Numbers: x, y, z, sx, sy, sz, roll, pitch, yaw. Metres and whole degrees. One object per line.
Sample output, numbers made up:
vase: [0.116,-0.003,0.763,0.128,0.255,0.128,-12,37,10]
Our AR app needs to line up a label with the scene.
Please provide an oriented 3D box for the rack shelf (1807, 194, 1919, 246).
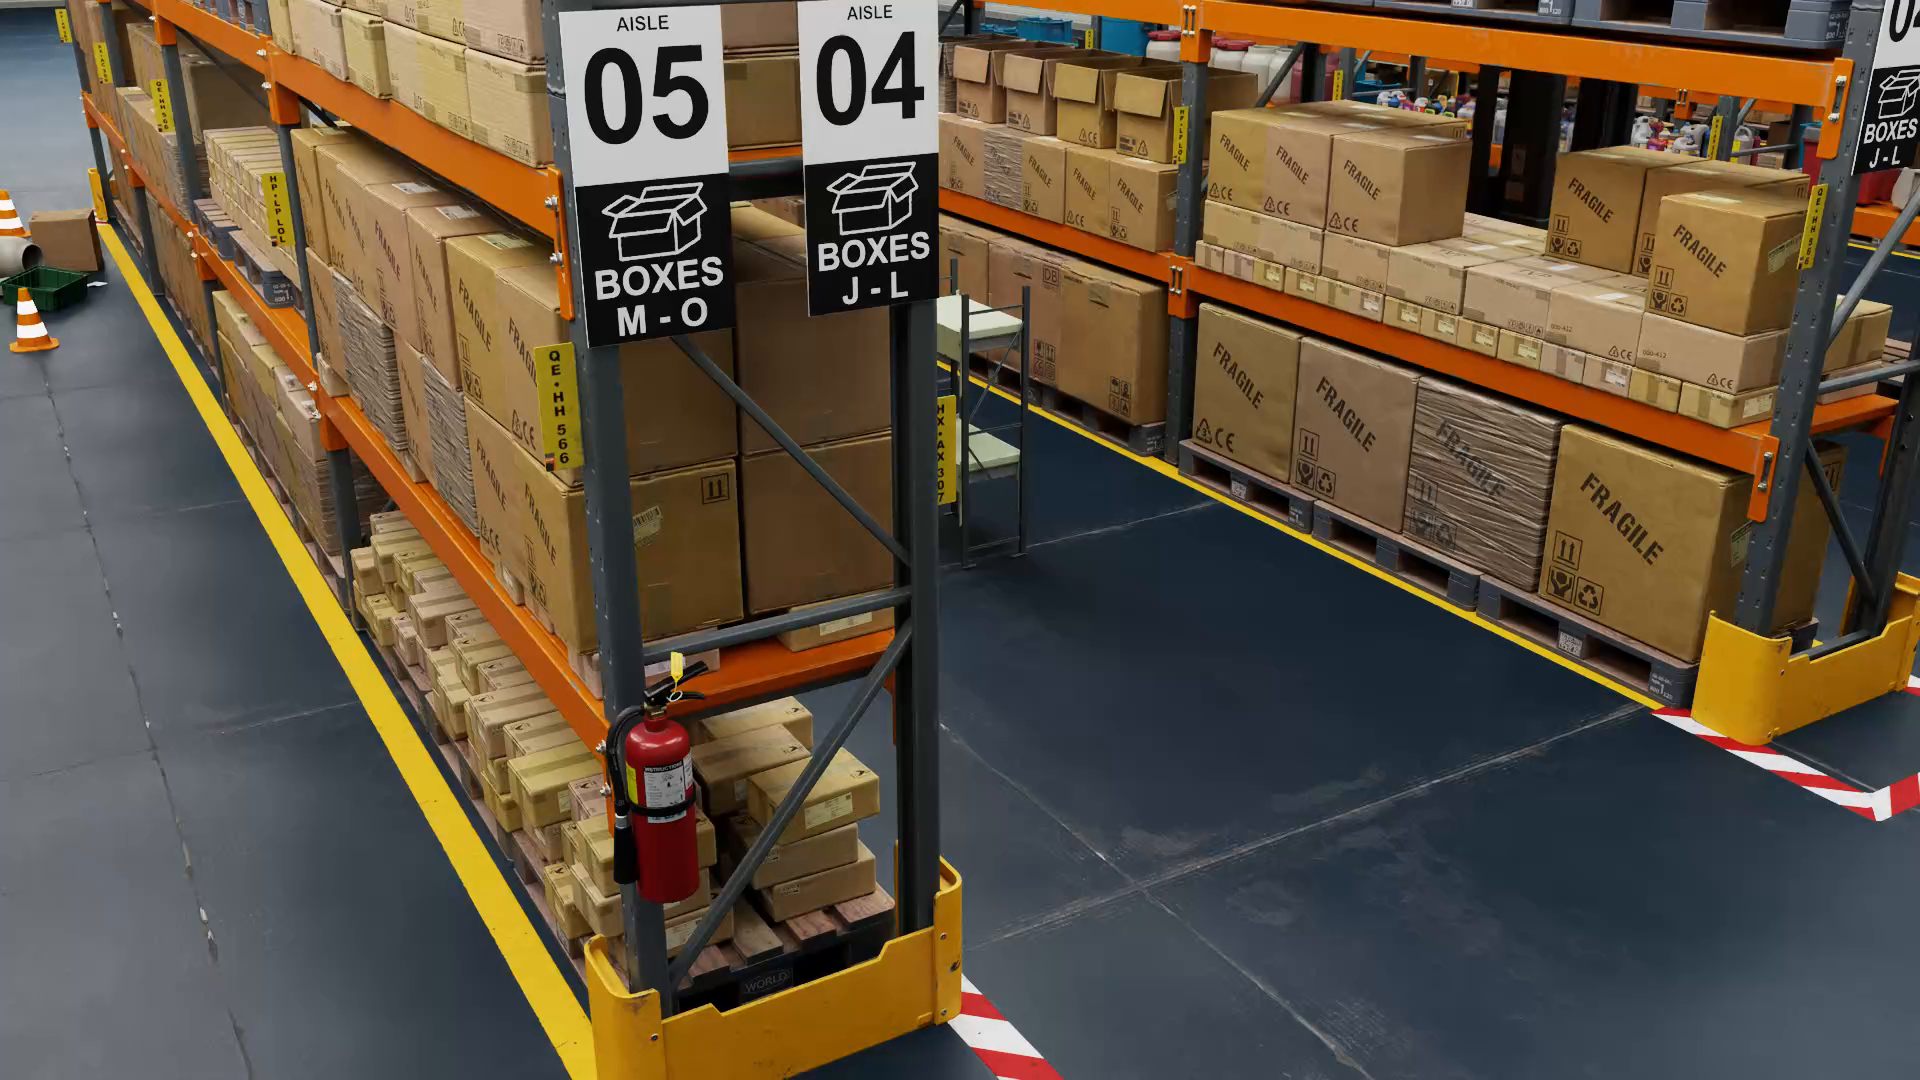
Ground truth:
rack shelf: [7.030,-1.938,11.052,1.077,0.370,4.000,-13,25,-28]

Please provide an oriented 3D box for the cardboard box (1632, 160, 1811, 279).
cardboard box: [3.525,-1.457,7.719,0.500,0.500,0.500,-13,26,-30]

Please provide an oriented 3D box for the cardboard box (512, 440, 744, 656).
cardboard box: [-0.973,-0.030,4.875,0.500,0.500,0.500,-12,25,-27]

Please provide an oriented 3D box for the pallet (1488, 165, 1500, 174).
pallet: [7.219,-4.542,20.206,1.003,0.211,1.213,-13,25,-28]

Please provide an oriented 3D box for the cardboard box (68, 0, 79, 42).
cardboard box: [-8.539,-5.372,16.911,0.875,0.550,0.550,-13,25,-28]

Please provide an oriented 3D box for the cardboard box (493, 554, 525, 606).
cardboard box: [-1.318,0.071,5.487,0.380,0.149,0.250,-12,25,-27]

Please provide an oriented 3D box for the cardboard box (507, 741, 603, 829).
cardboard box: [-1.331,0.826,5.734,0.380,0.149,0.250,-13,26,-29]

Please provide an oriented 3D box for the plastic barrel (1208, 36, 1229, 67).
plastic barrel: [2.597,-4.982,17.405,0.433,0.535,0.433,0,22,0]

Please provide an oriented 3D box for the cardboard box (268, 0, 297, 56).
cardboard box: [-2.556,-2.165,6.869,0.500,0.250,0.500,-11,25,-26]

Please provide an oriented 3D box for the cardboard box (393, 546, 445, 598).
cardboard box: [-2.306,0.130,7.447,0.380,0.149,0.250,-13,25,-29]

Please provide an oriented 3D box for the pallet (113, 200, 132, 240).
pallet: [-8.219,-3.394,17.382,1.003,0.211,1.213,-13,25,-28]

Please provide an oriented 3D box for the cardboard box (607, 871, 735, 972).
cardboard box: [-0.970,1.246,5.492,0.380,0.149,0.250,-12,25,-27]

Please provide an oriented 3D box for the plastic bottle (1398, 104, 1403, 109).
plastic bottle: [3.994,-3.845,15.052,0.097,0.201,0.097,0,22,0]

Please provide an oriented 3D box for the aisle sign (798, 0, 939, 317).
aisle sign: [-0.227,-0.989,4.308,0.394,0.787,0.004,-13,25,-28]

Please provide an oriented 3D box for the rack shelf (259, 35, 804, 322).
rack shelf: [-1.544,-1.454,5.877,1.077,0.370,4.000,-13,25,-28]

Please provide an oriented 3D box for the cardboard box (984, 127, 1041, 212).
cardboard box: [0.505,-2.604,11.602,0.500,0.500,0.500,-13,25,-28]

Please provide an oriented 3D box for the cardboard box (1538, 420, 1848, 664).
cardboard box: [3.398,-0.074,7.773,0.875,0.875,0.875,-13,25,-28]

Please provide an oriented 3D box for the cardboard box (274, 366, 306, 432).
cardboard box: [-3.414,-0.791,9.039,0.500,0.250,0.500,-11,25,-26]

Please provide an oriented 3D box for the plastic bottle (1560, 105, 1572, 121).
plastic bottle: [5.233,-3.626,14.405,0.061,0.283,0.133,-13,25,-28]

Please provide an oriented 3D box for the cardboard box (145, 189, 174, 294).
cardboard box: [-6.257,-2.604,14.163,1.050,0.750,0.750,-13,25,-29]

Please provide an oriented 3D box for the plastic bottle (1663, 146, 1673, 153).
plastic bottle: [5.446,-2.925,12.787,0.097,0.201,0.097,0,22,0]

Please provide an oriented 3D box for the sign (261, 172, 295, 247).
sign: [-3.041,-1.474,7.416,0.100,0.325,0.005,-13,25,-28]

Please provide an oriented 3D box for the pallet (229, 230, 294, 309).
pallet: [-3.562,-1.618,9.564,1.003,0.211,1.213,-13,25,-28]

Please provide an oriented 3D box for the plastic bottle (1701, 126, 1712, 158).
plastic bottle: [5.995,-3.169,13.295,0.097,0.271,0.097,0,22,0]

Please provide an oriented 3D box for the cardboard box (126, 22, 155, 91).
cardboard box: [-6.393,-3.985,13.671,0.700,0.500,0.500,-13,26,-29]

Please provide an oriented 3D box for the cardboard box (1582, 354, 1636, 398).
cardboard box: [3.067,-0.773,7.563,0.380,0.149,0.250,-13,25,-28]

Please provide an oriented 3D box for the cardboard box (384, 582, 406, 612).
cardboard box: [-2.449,0.187,7.702,0.380,0.149,0.250,-12,25,-28]

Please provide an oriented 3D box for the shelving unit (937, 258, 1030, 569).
shelving unit: [-0.003,-0.697,9.034,0.431,1.500,0.755,-13,25,-28]

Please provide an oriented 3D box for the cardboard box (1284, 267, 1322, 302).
cardboard box: [2.021,-1.435,9.193,0.380,0.149,0.250,-13,26,-30]

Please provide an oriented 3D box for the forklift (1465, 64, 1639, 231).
forklift: [3.674,-2.423,11.380,1.130,2.935,3.031,-13,26,-30]

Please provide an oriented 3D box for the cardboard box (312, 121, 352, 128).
cardboard box: [-3.964,-2.623,10.768,0.380,0.149,0.250,-14,26,-30]

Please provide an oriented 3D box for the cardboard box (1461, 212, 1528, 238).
cardboard box: [2.729,-1.610,9.093,0.500,0.250,0.500,-12,25,-27]

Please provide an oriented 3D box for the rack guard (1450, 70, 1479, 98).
rack guard: [8.434,-7.527,27.165,1.175,0.500,0.348,-13,25,-28]

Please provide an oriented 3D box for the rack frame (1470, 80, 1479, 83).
rack frame: [8.396,-8.709,26.755,1.000,3.000,0.127,-13,25,-28]

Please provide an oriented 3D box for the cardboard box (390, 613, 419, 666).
cardboard box: [-2.348,0.417,7.530,0.380,0.149,0.250,-13,25,-28]

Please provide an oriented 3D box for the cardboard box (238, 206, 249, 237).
cardboard box: [-4.001,-1.888,9.748,0.380,0.149,0.250,-12,25,-27]

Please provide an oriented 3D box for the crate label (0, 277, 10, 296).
crate label: [-8.371,-2.217,14.584,0.250,0.136,0.298,8,23,18]

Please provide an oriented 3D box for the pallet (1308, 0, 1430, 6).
pallet: [2.159,-3.048,8.961,1.003,0.211,1.213,-13,25,-28]

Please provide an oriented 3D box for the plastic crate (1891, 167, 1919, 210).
plastic crate: [6.630,-2.362,11.217,0.437,0.282,0.530,-13,25,-28]

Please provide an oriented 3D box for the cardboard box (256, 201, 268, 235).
cardboard box: [-3.615,-1.778,9.083,0.380,0.149,0.250,-12,25,-28]

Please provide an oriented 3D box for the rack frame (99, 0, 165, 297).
rack frame: [-6.652,-3.635,14.271,1.000,3.000,0.127,-13,25,-28]

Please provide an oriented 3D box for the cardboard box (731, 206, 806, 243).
cardboard box: [-0.786,-0.756,5.332,0.500,0.500,0.500,-12,25,-27]

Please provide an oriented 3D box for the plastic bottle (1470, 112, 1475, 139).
plastic bottle: [4.459,-3.575,14.278,0.061,0.283,0.133,-13,25,-28]

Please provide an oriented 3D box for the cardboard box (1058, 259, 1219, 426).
cardboard box: [1.406,-1.380,10.987,1.225,0.875,0.875,-13,25,-28]

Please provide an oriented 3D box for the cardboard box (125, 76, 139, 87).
cardboard box: [-6.851,-3.821,14.530,0.875,0.550,0.550,-13,25,-28]

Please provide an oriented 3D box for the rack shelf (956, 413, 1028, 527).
rack shelf: [-0.003,-0.395,9.157,0.431,0.370,0.720,-13,25,-28]

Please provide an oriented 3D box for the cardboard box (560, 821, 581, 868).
cardboard box: [-1.124,1.027,5.634,0.380,0.149,0.250,-13,26,-29]

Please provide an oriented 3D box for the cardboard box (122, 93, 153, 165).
cardboard box: [-6.356,-3.296,13.304,0.500,0.500,0.500,-12,25,-28]

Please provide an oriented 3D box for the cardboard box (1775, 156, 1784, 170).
cardboard box: [8.736,-3.677,17.110,0.500,0.500,0.500,-13,25,-29]

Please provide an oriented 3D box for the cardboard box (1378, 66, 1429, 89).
cardboard box: [5.952,-6.099,22.432,0.500,0.500,0.500,-13,25,-28]

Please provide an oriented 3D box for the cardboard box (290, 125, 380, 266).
cardboard box: [-2.544,-1.500,7.161,0.500,0.500,0.500,-12,25,-27]

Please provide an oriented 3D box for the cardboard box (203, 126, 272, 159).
cardboard box: [-4.537,-2.505,10.478,0.380,0.149,0.250,-13,25,-28]

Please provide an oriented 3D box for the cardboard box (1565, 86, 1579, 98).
cardboard box: [9.295,-7.082,25.487,0.700,0.500,0.500,-14,26,-32]

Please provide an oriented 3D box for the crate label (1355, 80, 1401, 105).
crate label: [4.072,-4.345,16.240,0.303,0.233,0.416,-13,25,-28]

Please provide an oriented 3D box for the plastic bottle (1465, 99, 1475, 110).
plastic bottle: [4.700,-3.957,15.328,0.097,0.201,0.097,0,22,0]
